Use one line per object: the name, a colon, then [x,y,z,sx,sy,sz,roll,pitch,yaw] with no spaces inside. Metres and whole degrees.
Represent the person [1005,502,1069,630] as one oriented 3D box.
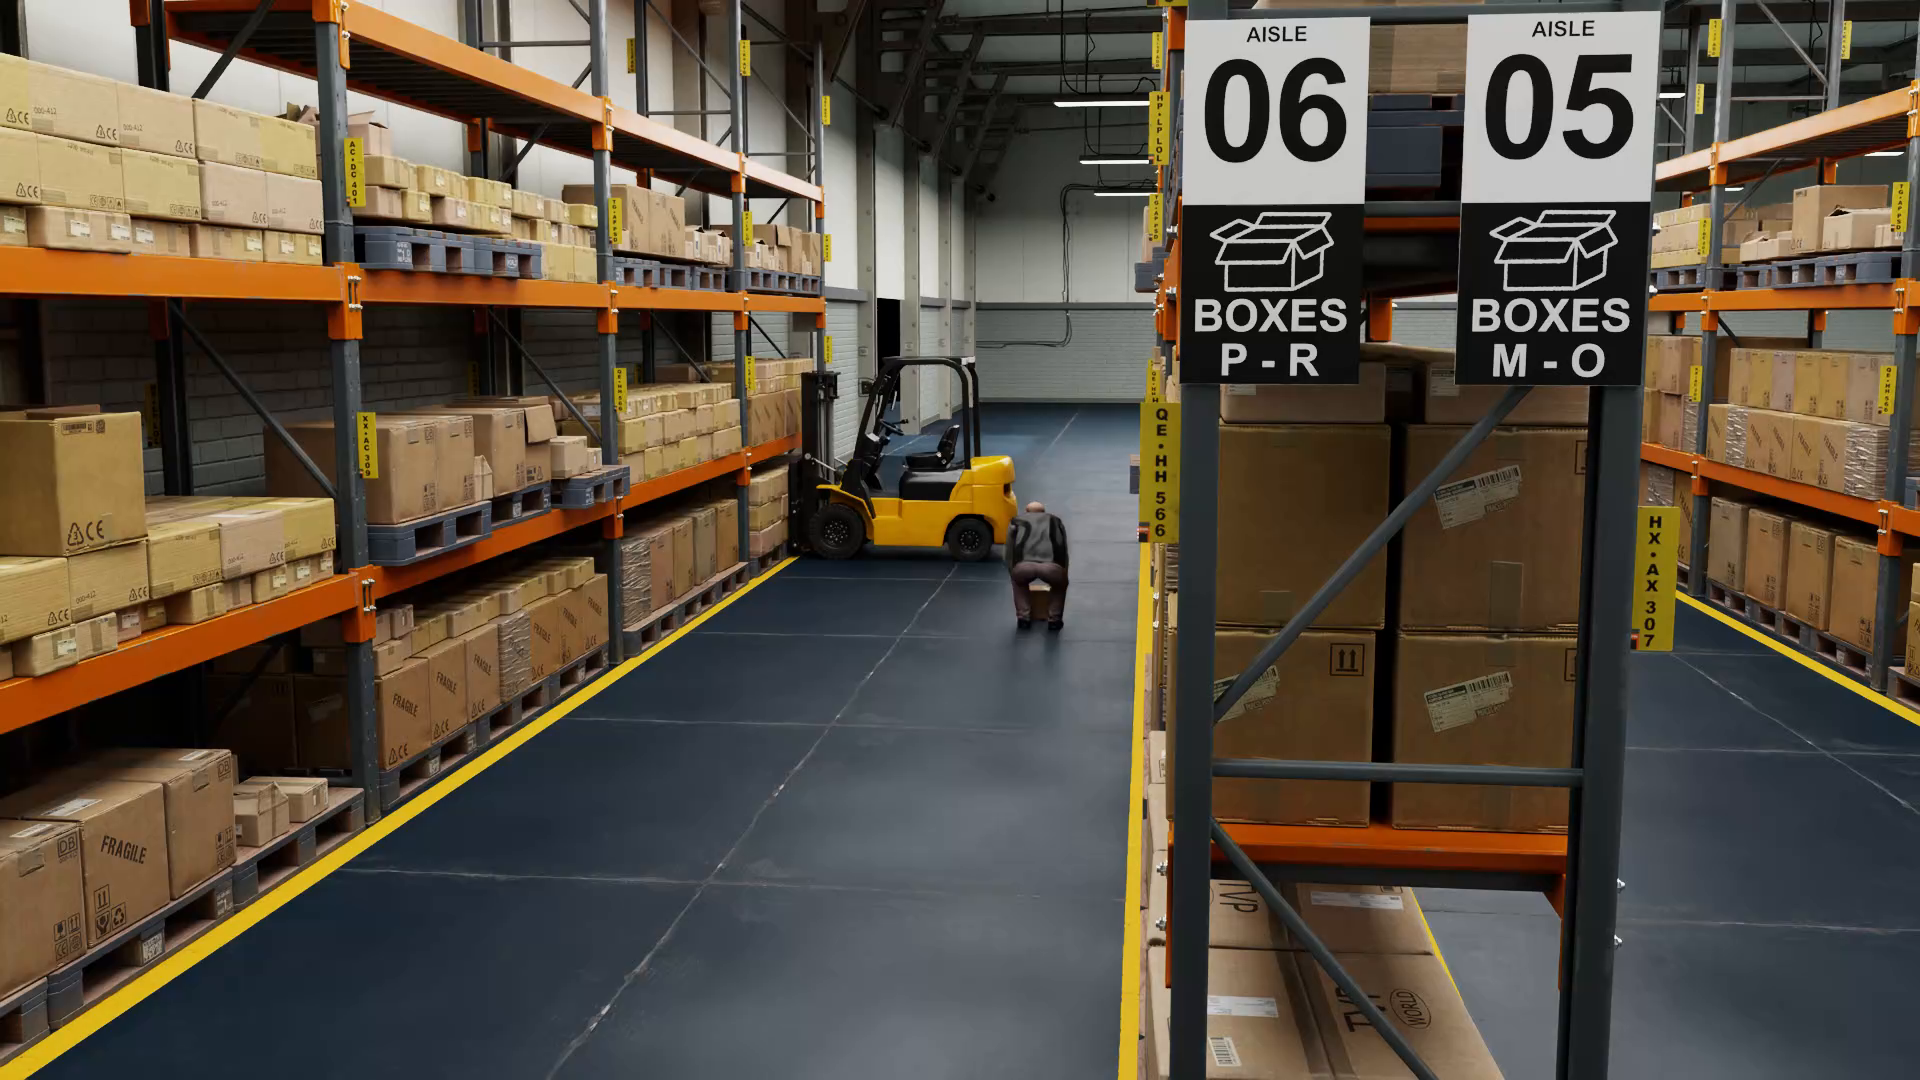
person: [0.639,0.217,13.985,0.552,1.008,0.856,1,8,6]
